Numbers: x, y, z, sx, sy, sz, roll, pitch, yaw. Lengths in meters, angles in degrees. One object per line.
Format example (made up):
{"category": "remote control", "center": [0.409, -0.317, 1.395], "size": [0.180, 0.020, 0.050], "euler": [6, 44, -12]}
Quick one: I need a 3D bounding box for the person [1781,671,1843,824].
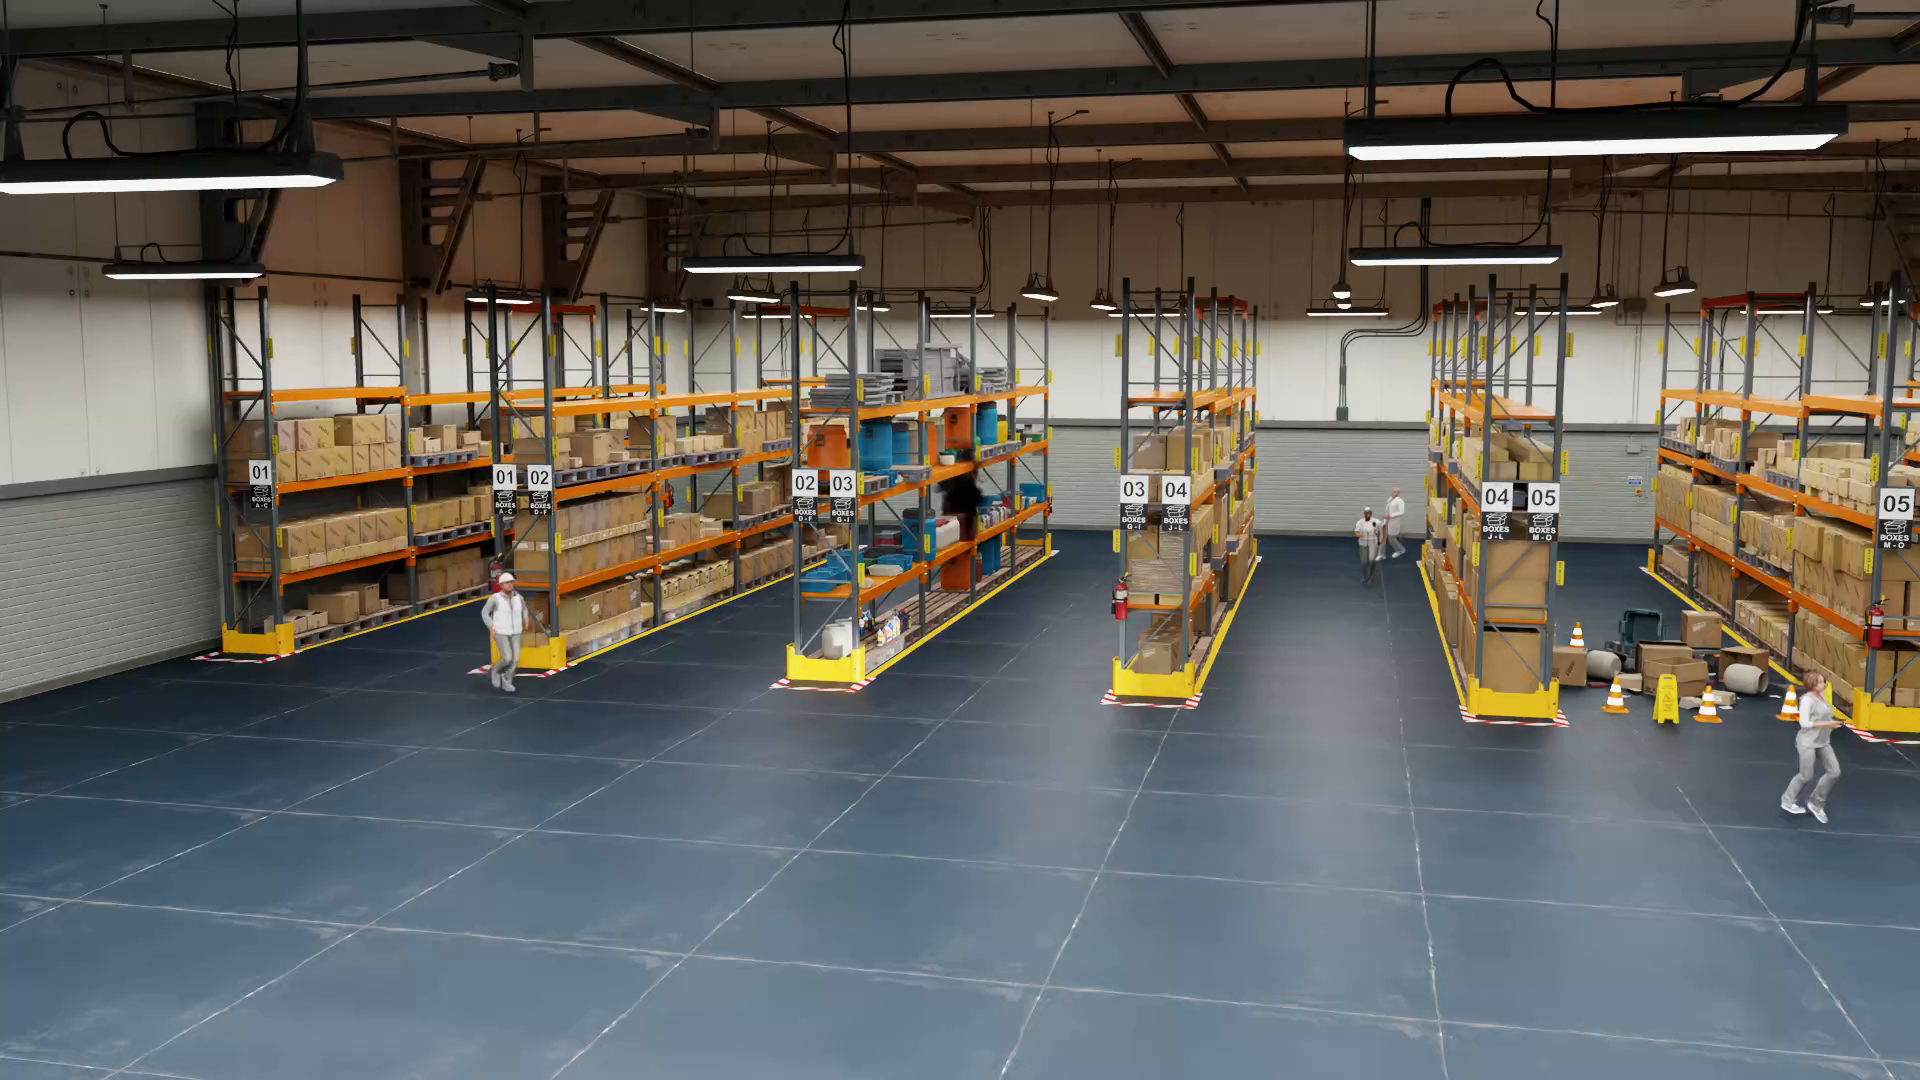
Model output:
{"category": "person", "center": [9.057, 2.202, 17.616], "size": [0.513, 1.612, 0.650], "euler": [-4, 8, -29]}

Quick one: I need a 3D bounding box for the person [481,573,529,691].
{"category": "person", "center": [-6.597, 1.350, 24.341], "size": [0.672, 1.741, 0.570], "euler": [-6, 9, -43]}

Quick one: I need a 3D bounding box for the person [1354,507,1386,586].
{"category": "person", "center": [8.686, 0.129, 35.289], "size": [0.615, 1.655, 0.836], "euler": [3, 7, 22]}

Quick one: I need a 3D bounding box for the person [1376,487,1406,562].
{"category": "person", "center": [10.240, -0.365, 39.215], "size": [0.911, 1.780, 0.720], "euler": [-3, 7, -27]}
